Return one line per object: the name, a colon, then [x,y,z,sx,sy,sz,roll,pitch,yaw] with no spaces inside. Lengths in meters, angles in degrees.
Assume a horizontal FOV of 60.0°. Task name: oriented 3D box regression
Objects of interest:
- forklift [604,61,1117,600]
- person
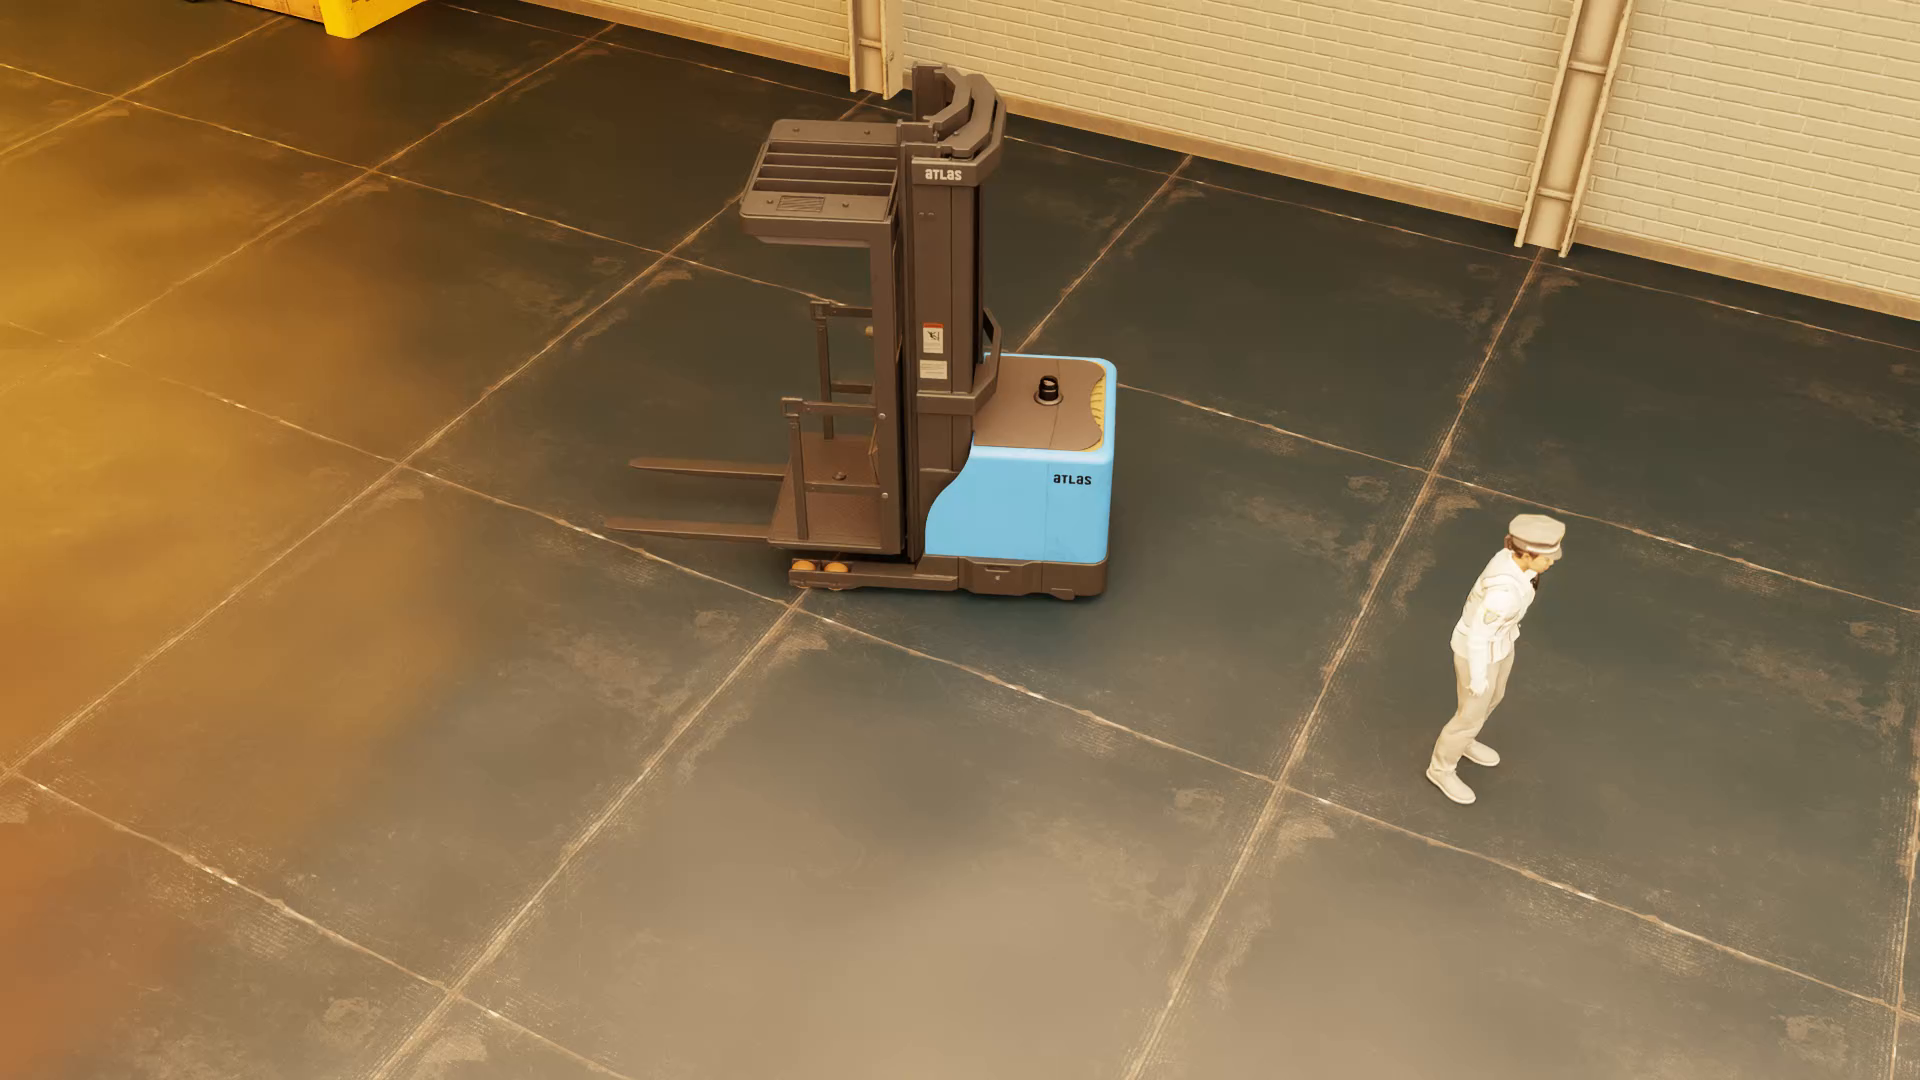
forklift: [-0.606,-1.157,9.360,3.031,2.935,1.130,3,40,4]
person: [2.651,0.557,8.312,0.373,1.662,0.535,23,45,25]
